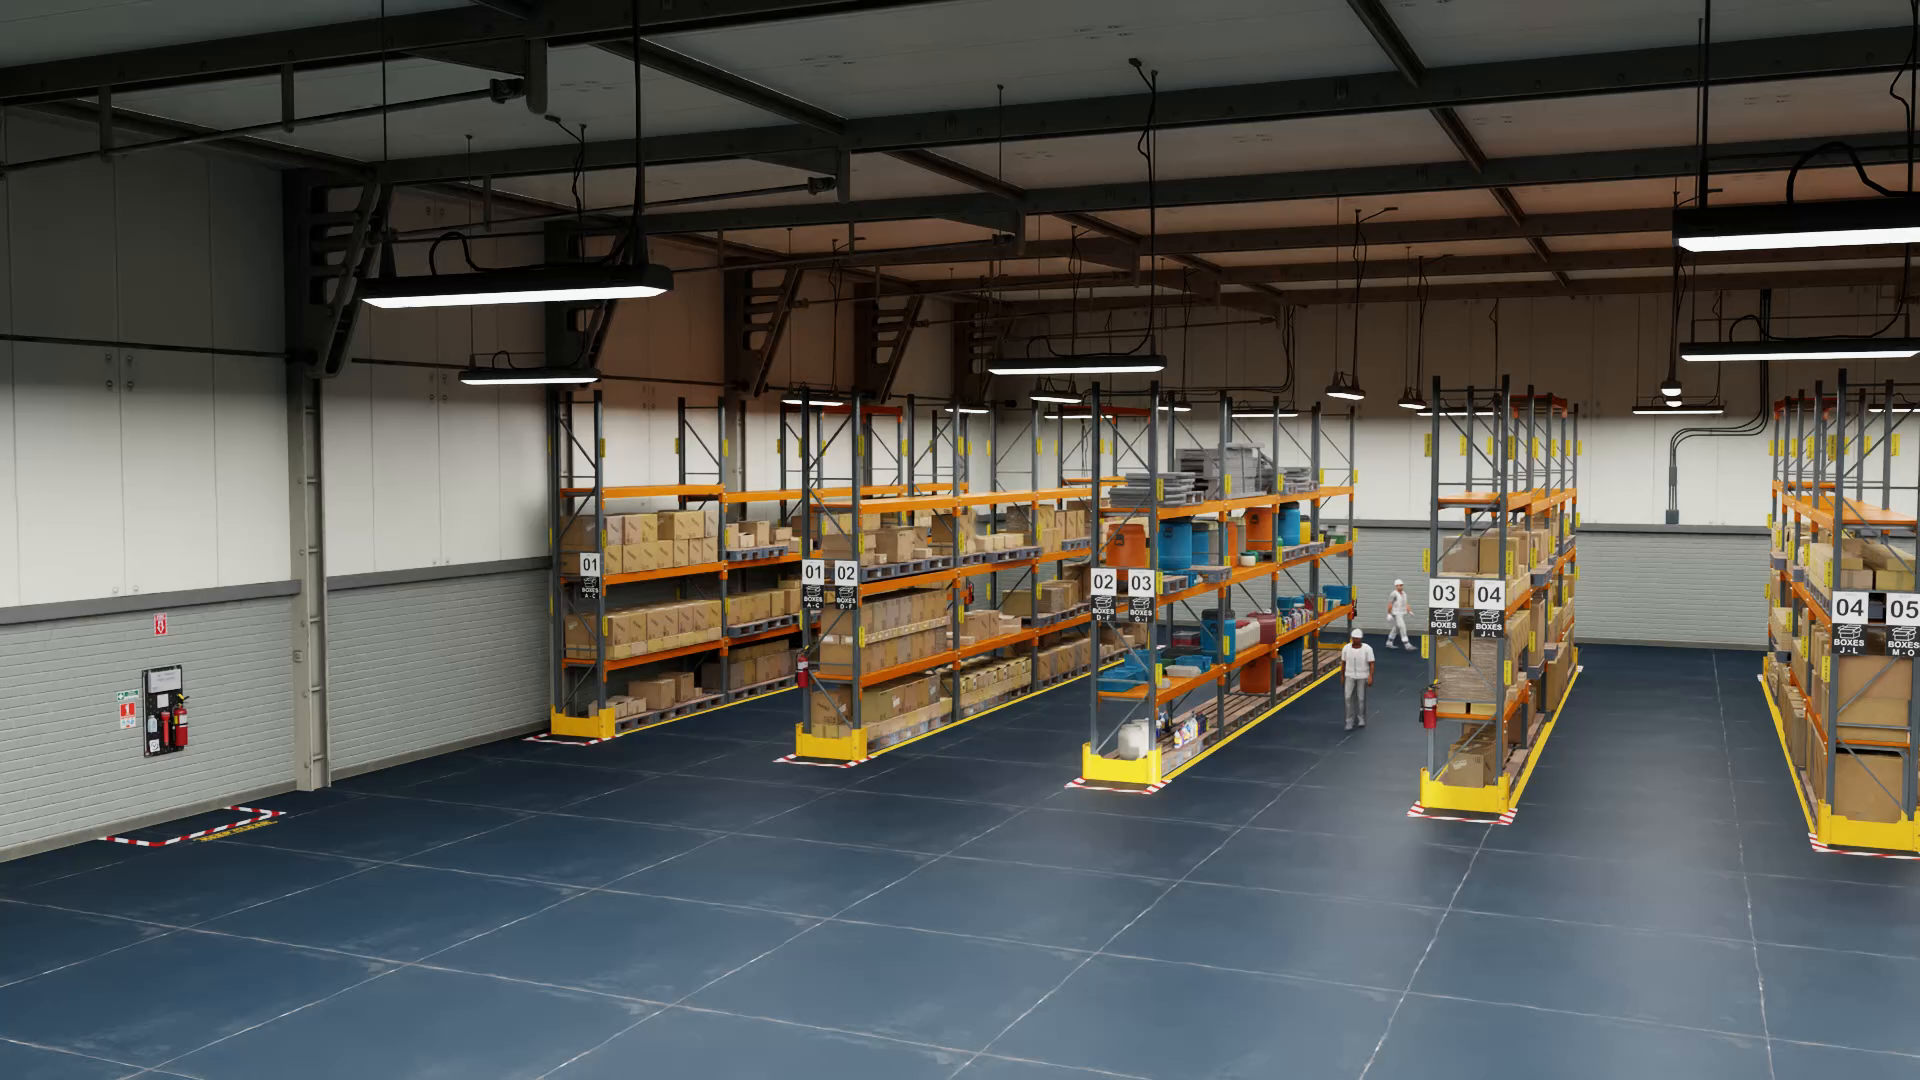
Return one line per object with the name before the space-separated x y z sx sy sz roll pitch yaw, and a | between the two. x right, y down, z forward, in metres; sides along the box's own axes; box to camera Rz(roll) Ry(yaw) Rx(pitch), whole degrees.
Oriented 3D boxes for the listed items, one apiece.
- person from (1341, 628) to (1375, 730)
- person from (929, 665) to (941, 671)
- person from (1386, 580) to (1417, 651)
person | 7.101 2.491 29.754 0.626 1.819 0.558 1 3 25
person | -0.572 2.241 35.661 0.420 1.536 0.992 1 3 24
person | 10.898 1.851 40.957 0.566 1.746 0.995 -3 4 -39
